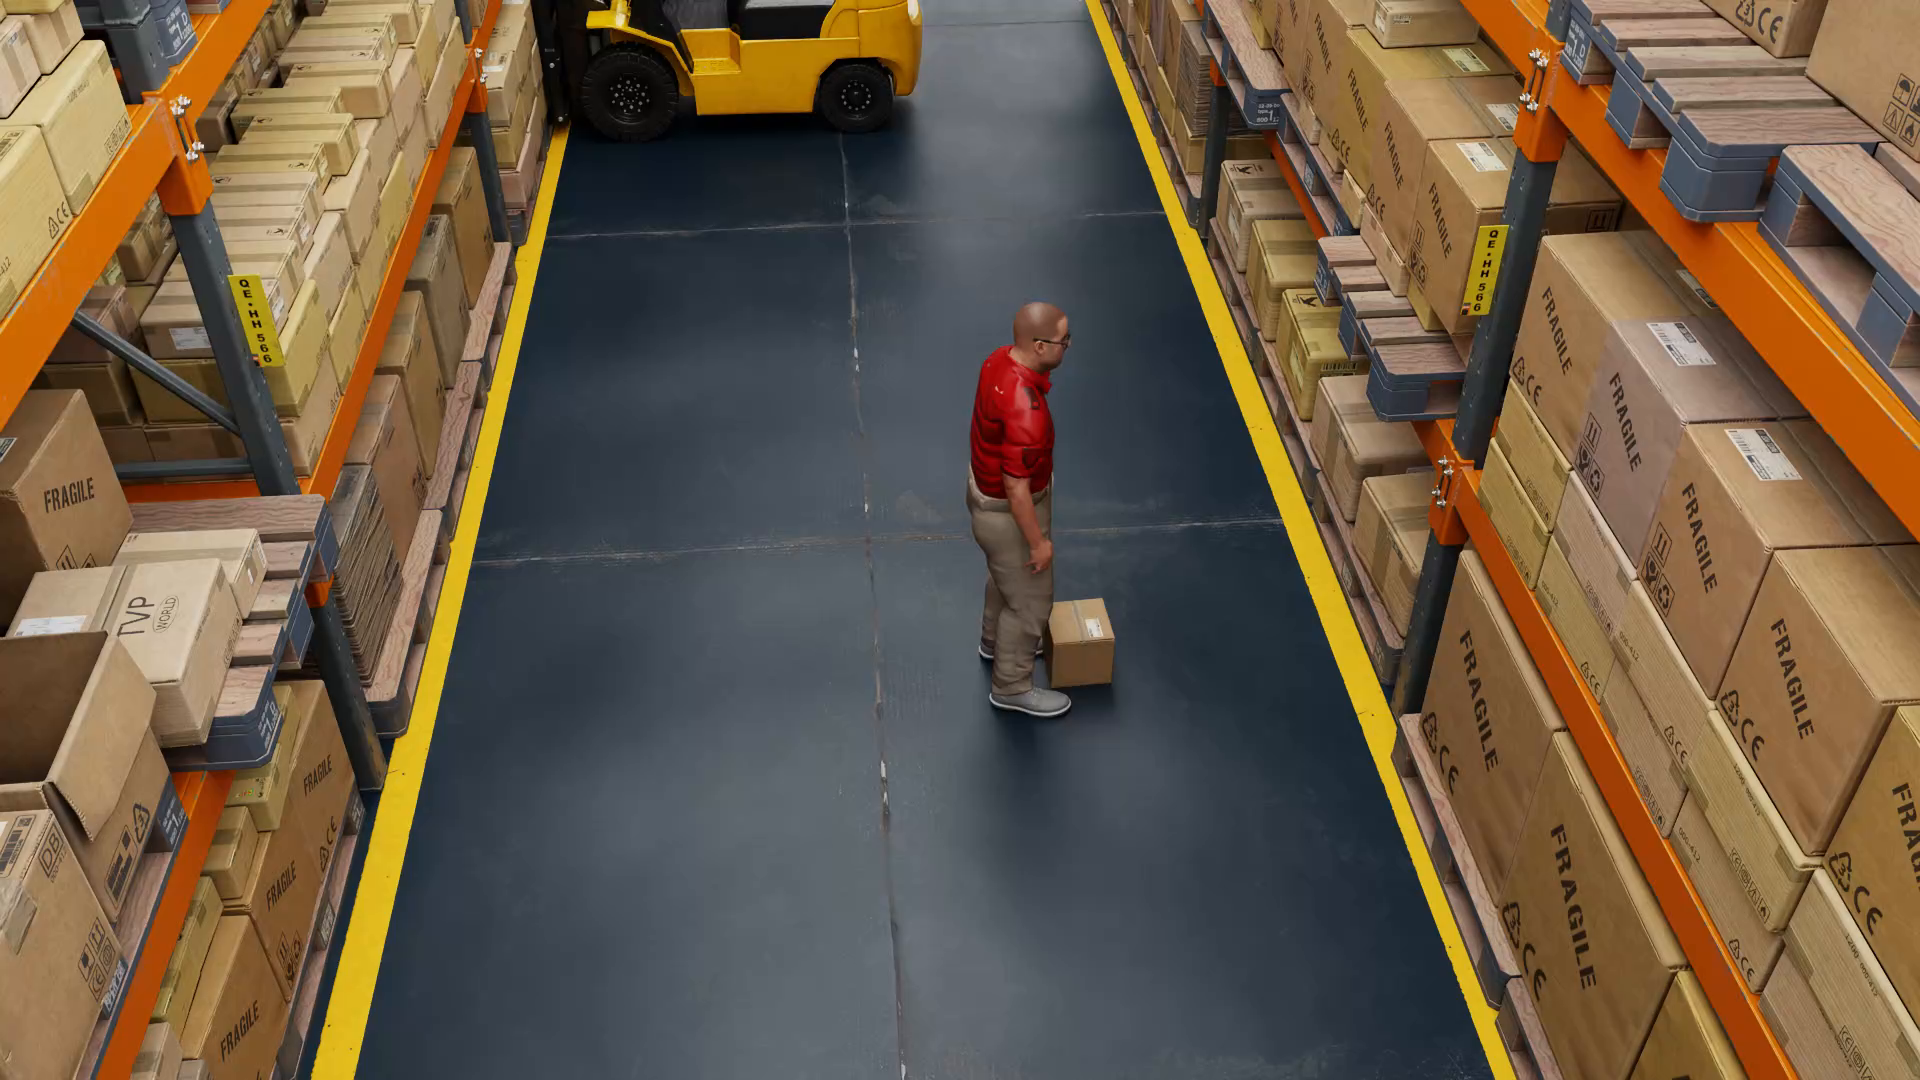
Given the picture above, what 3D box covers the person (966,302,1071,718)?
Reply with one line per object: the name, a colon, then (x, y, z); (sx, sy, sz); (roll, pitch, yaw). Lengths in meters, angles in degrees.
person: (0.227, -0.128, 6.324); (0.390, 1.726, 0.588); (-5, 39, -6)
